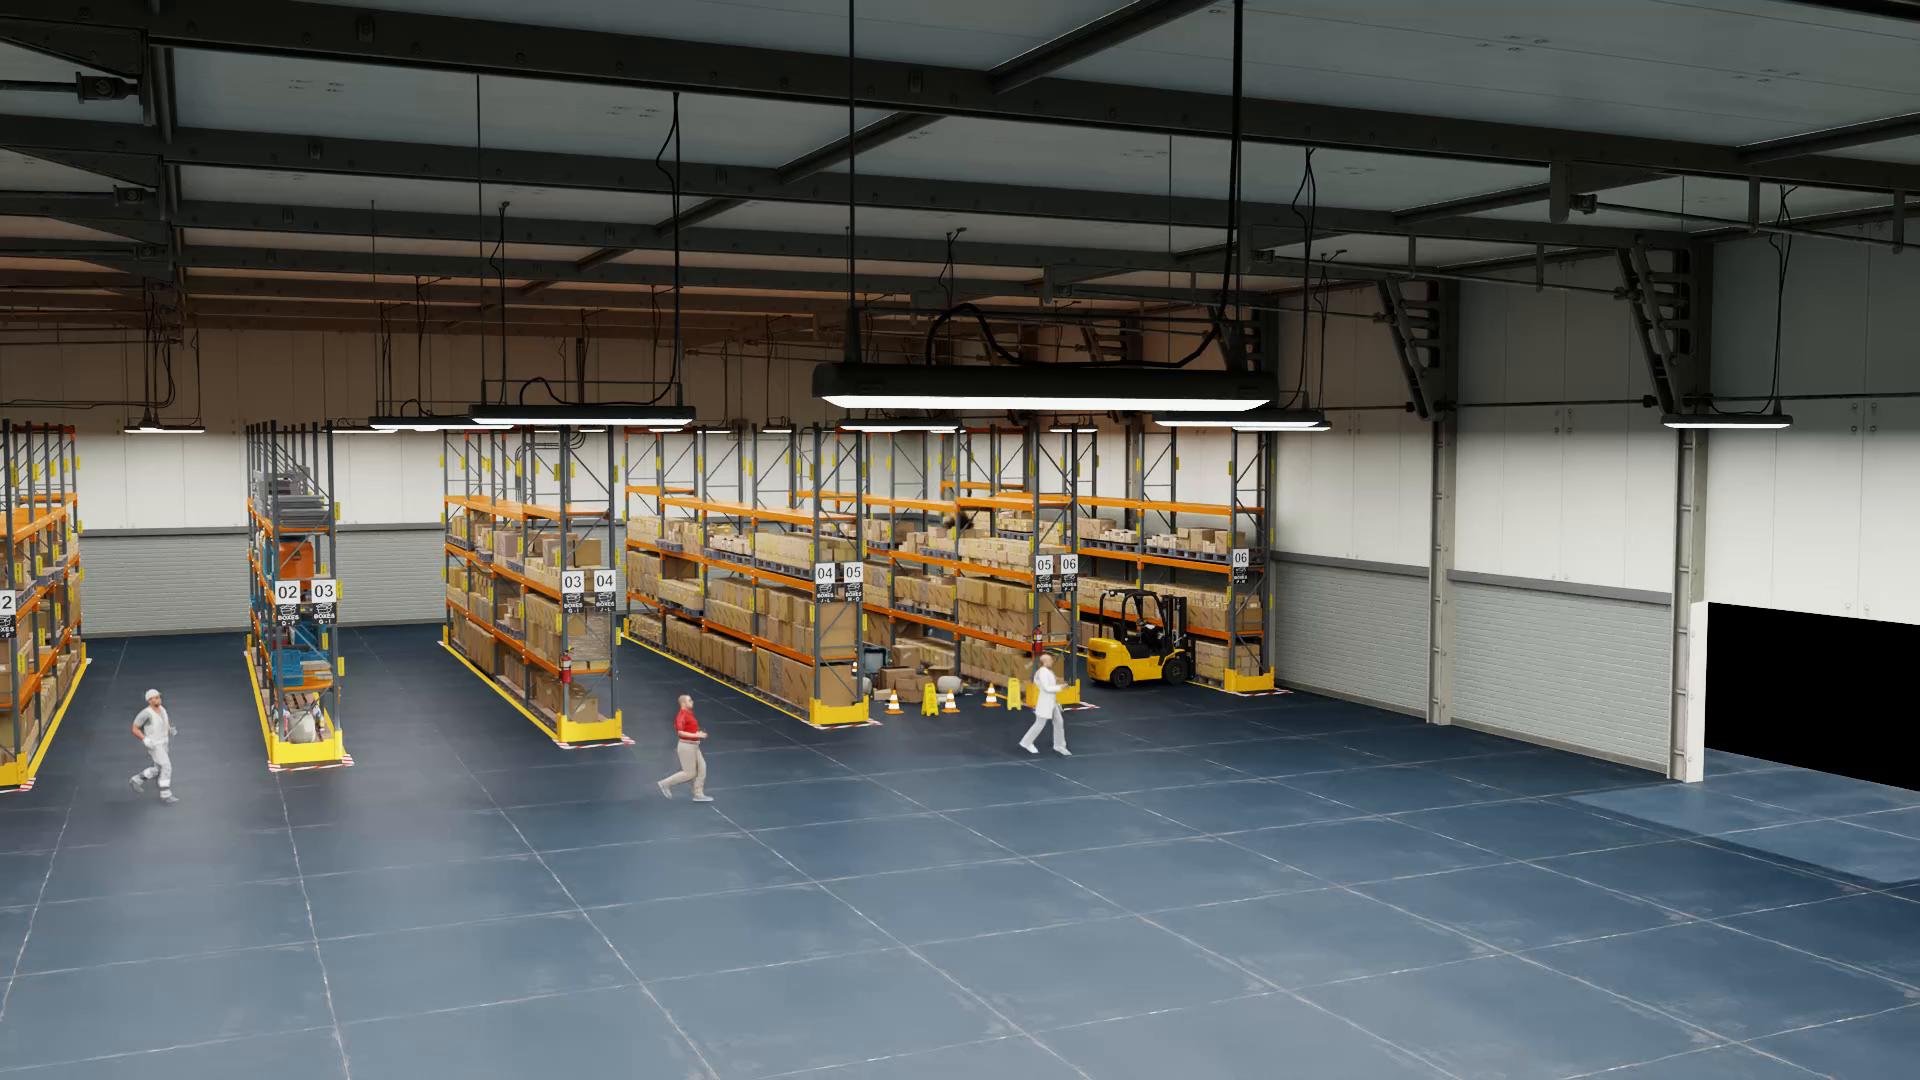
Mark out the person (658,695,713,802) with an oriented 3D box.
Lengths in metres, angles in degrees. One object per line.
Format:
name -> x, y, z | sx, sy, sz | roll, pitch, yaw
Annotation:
person -> -4.274, 3.252, 25.935 | 0.834, 1.689, 0.675 | 0, 4, -1

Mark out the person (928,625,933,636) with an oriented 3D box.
person -> -0.981, 1.967, 47.147 | 0.542, 1.579, 0.886 | -3, 4, -37

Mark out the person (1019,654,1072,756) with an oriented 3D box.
person -> 1.531, 2.957, 29.766 | 0.930, 1.832, 0.677 | 1, 4, 16

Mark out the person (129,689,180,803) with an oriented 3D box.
person -> -12.618, 3.217, 26.023 | 0.816, 1.779, 0.646 | 0, 4, 6
